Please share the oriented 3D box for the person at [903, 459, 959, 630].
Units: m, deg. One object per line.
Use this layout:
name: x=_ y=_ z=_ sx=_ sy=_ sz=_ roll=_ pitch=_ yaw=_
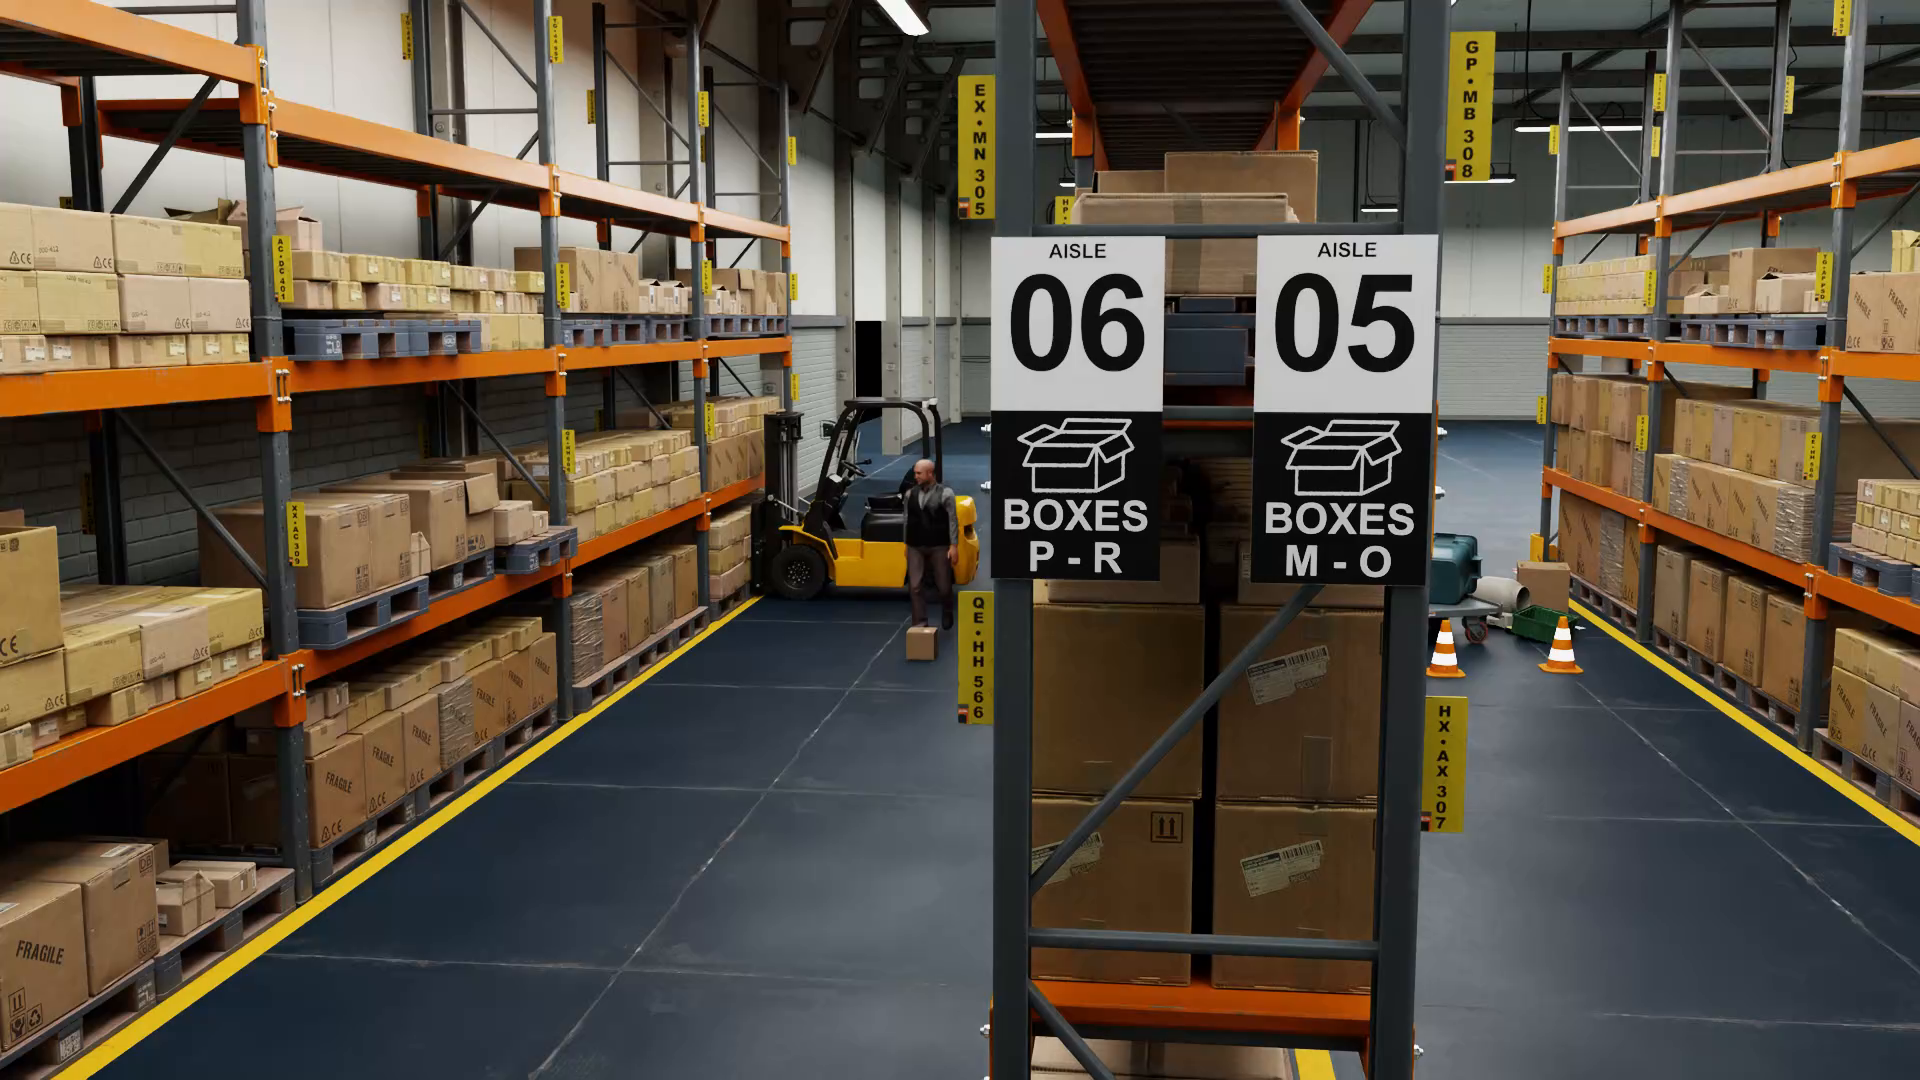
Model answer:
person: x=-0.284 y=0.088 z=15.678 sx=0.568 sy=1.708 sz=0.759 roll=2 pitch=8 yaw=16
